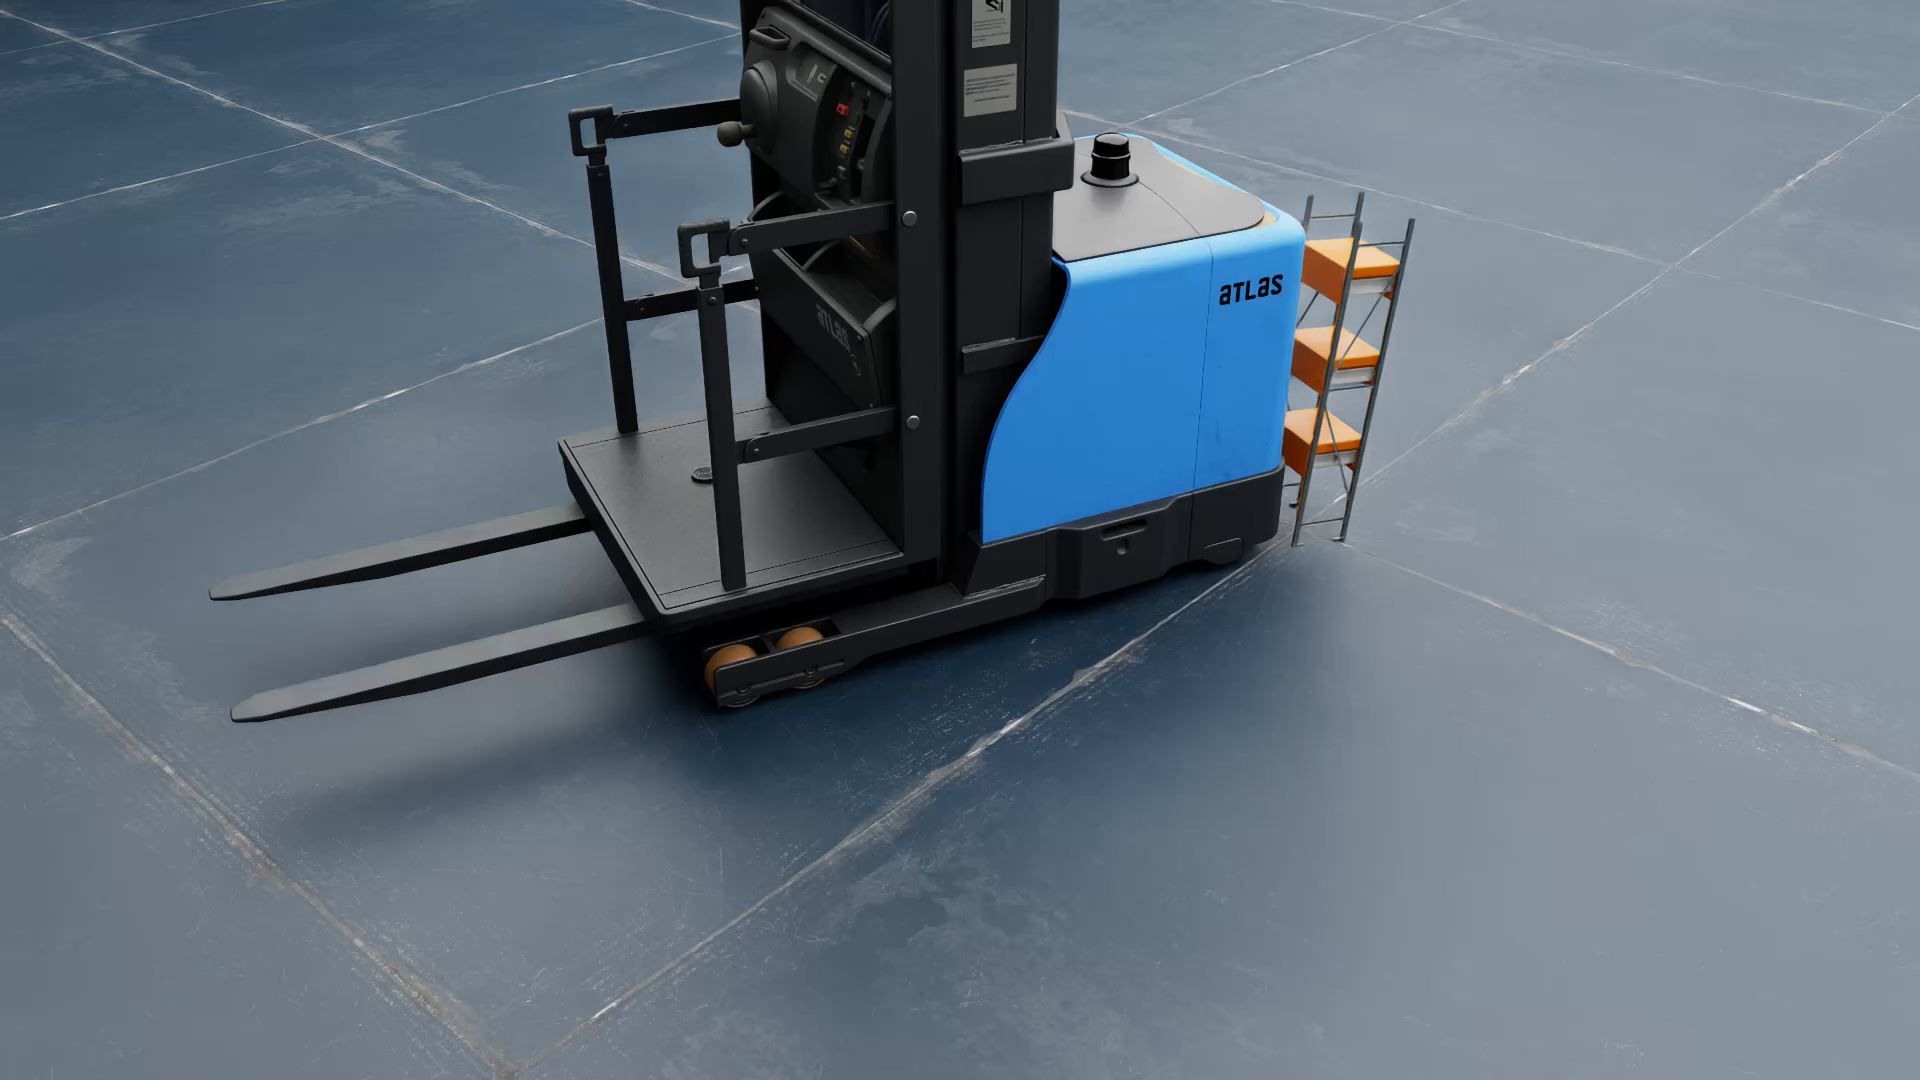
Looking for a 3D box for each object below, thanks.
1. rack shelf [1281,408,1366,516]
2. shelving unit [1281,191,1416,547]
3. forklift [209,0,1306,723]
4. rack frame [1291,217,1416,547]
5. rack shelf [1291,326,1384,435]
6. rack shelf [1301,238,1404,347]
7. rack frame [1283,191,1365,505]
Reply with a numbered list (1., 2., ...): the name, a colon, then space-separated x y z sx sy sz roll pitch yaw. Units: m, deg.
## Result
1. rack shelf: 1.094 -0.256 5.199 0.215 0.259 0.240 -8 32 -23
2. shelving unit: 1.118 -0.507 5.059 0.215 1.050 0.252 -8 32 -23
3. forklift: -0.567 -1.115 4.259 3.031 2.935 1.130 -14 34 -22
4. rack frame: 1.166 -0.449 4.963 0.200 1.050 0.008 -8 32 -23
5. rack shelf: 1.117 -0.498 5.064 0.215 0.259 0.240 -8 32 -23
6. rack shelf: 1.139 -0.745 4.926 0.215 0.259 0.240 -8 32 -23
7. rack frame: 1.069 -0.565 5.154 0.200 1.050 0.008 -8 32 -23
